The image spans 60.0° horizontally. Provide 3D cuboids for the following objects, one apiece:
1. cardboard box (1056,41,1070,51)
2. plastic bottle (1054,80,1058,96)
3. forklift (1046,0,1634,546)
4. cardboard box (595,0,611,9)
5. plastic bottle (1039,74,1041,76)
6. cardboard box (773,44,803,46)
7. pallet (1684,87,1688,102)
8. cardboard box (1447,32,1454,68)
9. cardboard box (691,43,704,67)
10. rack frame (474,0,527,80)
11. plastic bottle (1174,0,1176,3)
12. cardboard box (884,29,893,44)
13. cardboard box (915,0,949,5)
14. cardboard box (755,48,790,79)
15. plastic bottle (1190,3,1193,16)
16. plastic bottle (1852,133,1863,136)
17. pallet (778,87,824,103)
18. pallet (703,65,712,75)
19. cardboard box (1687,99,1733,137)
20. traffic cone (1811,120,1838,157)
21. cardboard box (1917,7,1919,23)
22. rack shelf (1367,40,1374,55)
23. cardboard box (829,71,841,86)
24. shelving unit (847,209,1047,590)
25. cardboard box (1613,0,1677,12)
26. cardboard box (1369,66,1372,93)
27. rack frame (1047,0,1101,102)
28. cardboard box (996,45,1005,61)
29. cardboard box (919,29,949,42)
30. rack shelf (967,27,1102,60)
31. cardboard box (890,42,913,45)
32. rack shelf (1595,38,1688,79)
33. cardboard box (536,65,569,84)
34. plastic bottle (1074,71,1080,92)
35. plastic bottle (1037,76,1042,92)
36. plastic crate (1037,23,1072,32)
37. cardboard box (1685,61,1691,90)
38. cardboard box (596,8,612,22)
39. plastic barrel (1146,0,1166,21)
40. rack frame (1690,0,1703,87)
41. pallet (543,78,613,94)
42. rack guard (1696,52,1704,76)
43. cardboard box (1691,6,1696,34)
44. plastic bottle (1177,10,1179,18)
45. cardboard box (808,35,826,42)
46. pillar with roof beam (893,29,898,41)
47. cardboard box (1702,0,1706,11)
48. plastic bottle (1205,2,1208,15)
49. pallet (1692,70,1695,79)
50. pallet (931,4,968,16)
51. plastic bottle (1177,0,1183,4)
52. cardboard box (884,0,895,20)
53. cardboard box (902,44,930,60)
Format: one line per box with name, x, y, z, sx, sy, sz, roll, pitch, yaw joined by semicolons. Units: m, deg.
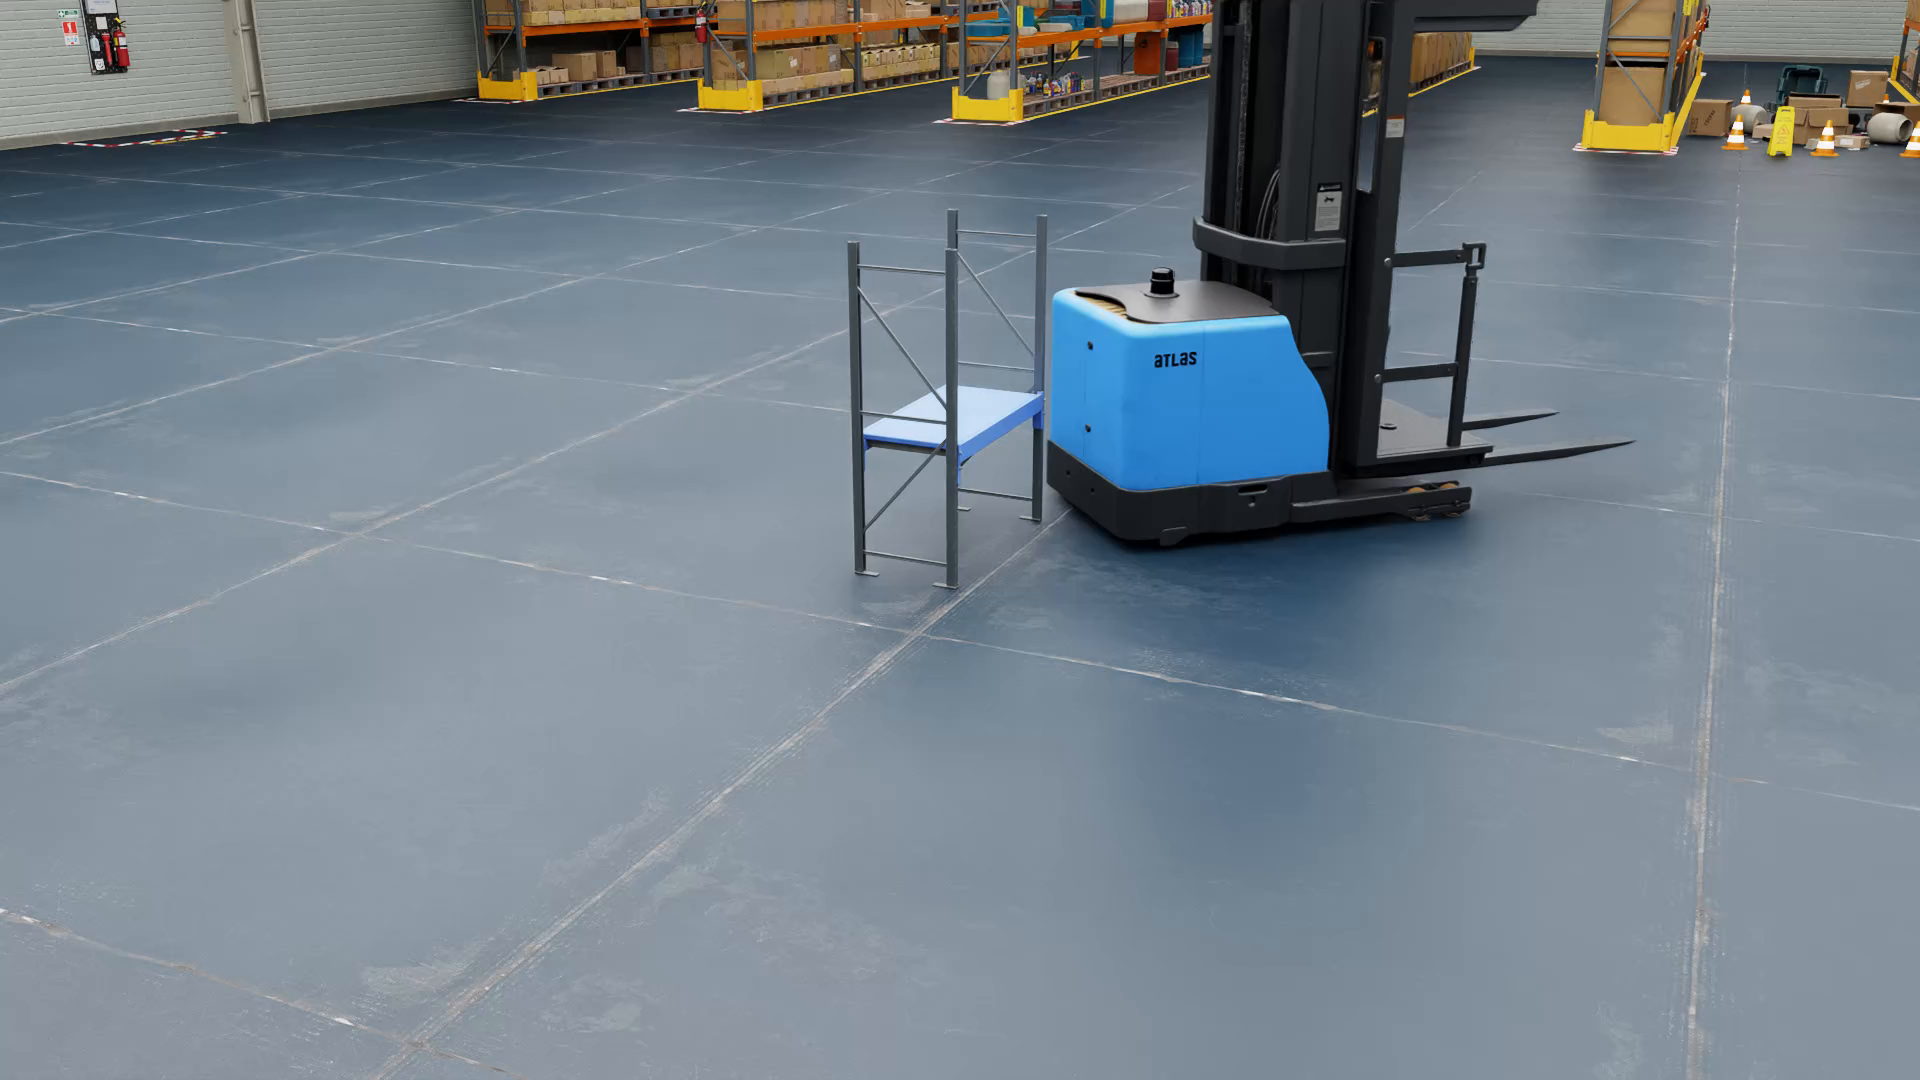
cardboard box;2.502;-12.786;42.519;0.500;0.500;0.500;9;21;23
plastic bottle;1.674;-7.953;29.271;0.097;0.271;0.097;0;20;0
forklift;2.020;-1.633;8.186;3.031;2.935;1.130;-7;21;-18
cardboard box;-7.261;-10.766;32.840;0.500;0.500;0.500;8;21;21
plastic bottle;1.466;-8.392;30.497;0.152;0.276;0.135;9;22;25
cardboard box;-3.299;-9.139;31.549;0.500;0.500;0.500;9;21;23
pallet;13.065;-8.364;31.172;1.003;0.211;1.213;9;21;23
cardboard box;10.242;-10.761;36.295;0.875;0.875;0.875;9;21;23
cardboard box;-6.039;-10.695;36.638;0.700;0.500;0.500;8;21;22
rack frame;-8.573;-9.744;30.891;1.000;3.000;0.127;9;21;23
plastic bottle;4.786;-11.904;37.138;0.061;0.283;0.133;9;21;23
cardboard box;-2.216;-13.428;44.353;0.700;0.500;0.500;9;21;23
cardboard box;-0.621;-11.964;36.358;0.700;0.500;0.500;2;20;4
cardboard box;-3.426;-8.608;30.054;0.500;0.500;0.500;9;21;23
plastic bottle;4.954;-11.378;35.661;0.061;0.283;0.133;9;21;23
plastic bottle;13.424;-6.046;24.879;0.133;0.061;0.283;13;23;32
pallet;-3.276;-8.363;31.169;1.003;0.211;1.213;9;21;23
pallet;-5.618;-10.637;37.564;1.003;0.211;1.213;9;21;23
cardboard box;11.407;-6.425;25.284;0.500;0.500;0.500;13;23;32
traffic cone;11.873;-5.507;22.763;0.336;0.463;0.334;9;21;23
cardboard box;19.102;-10.396;32.574;0.500;0.500;0.500;8;21;21
rack shelf;5.803;-7.978;26.998;1.077;0.370;4.000;9;21;23
cardboard box;-2.618;-8.867;31.903;0.500;0.250;0.500;9;21;23
shelving unit;-0.035;-0.681;7.644;0.538;1.500;1.048;9;21;23
cardboard box;9.655;-7.681;23.255;0.875;0.550;0.550;9;21;23
cardboard box;6.893;-8.142;29.461;0.700;0.500;0.500;7;21;19
rack frame;2.104;-9.608;30.507;1.000;3.000;0.127;9;21;23
cardboard box;0.711;-11.423;38.687;0.500;0.500;0.500;9;21;23
cardboard box;-0.588;-11.230;37.024;0.500;0.250;0.500;9;22;25
rack shelf;1.285;-8.657;28.909;1.077;0.370;4.000;9;21;23
cardboard box;-1.258;-10.558;35.819;0.500;0.311;0.500;9;22;25
rack shelf;10.287;-7.266;24.997;1.077;0.370;4.000;9;21;23
cardboard box;-7.974;-9.058;32.318;0.500;0.311;0.500;11;22;27
plastic bottle;2.103;-8.330;30.213;0.144;0.351;0.185;8;21;21
plastic bottle;1.445;-8.279;30.186;0.097;0.271;0.097;0;20;0
plastic crate;1.670;-8.952;29.058;0.530;0.136;0.437;9;21;23
cardboard box;13.266;-8.641;30.892;0.500;0.500;0.500;8;21;20
cardboard box;-7.256;-10.412;32.964;0.500;0.250;0.500;8;21;22
plastic barrel;3.828;-10.711;33.407;0.600;0.536;0.708;9;21;23
rack frame;14.382;-10.662;33.472;1.000;3.000;0.127;9;21;23
pallet;-7.676;-9.069;33.154;1.003;0.211;1.213;9;21;23
rack guard;15.989;-10.684;37.264;1.175;0.500;0.348;9;21;23
cardboard box;12.188;-8.849;28.227;0.500;0.500;0.500;9;21;24
plastic bottle;4.530;-11.039;34.828;0.097;0.201;0.097;0;20;0
cardboard box;-3.806;-12.381;40.887;0.750;0.750;0.750;9;21;23
pillar with roof beam;2.223;-17.815;44.633;9.100;9.000;0.400;9;21;23
cardboard box;15.250;-11.267;34.581;0.500;0.500;0.500;8;21;22
plastic bottle;5.364;-11.718;36.627;0.152;0.276;0.135;9;21;23
pallet;15.624;-10.304;36.628;1.003;0.211;1.213;9;21;23
pallet;-0.562;-11.638;36.502;1.213;0.211;1.003;9;21;23
plastic bottle;4.923;-11.954;37.180;0.144;0.351;0.185;9;21;23
cardboard box;-1.664;-10.882;33.942;0.500;0.500;0.500;9;21;23
cardboard box;-0.973;-10.324;35.162;0.500;0.311;0.500;8;21;22
